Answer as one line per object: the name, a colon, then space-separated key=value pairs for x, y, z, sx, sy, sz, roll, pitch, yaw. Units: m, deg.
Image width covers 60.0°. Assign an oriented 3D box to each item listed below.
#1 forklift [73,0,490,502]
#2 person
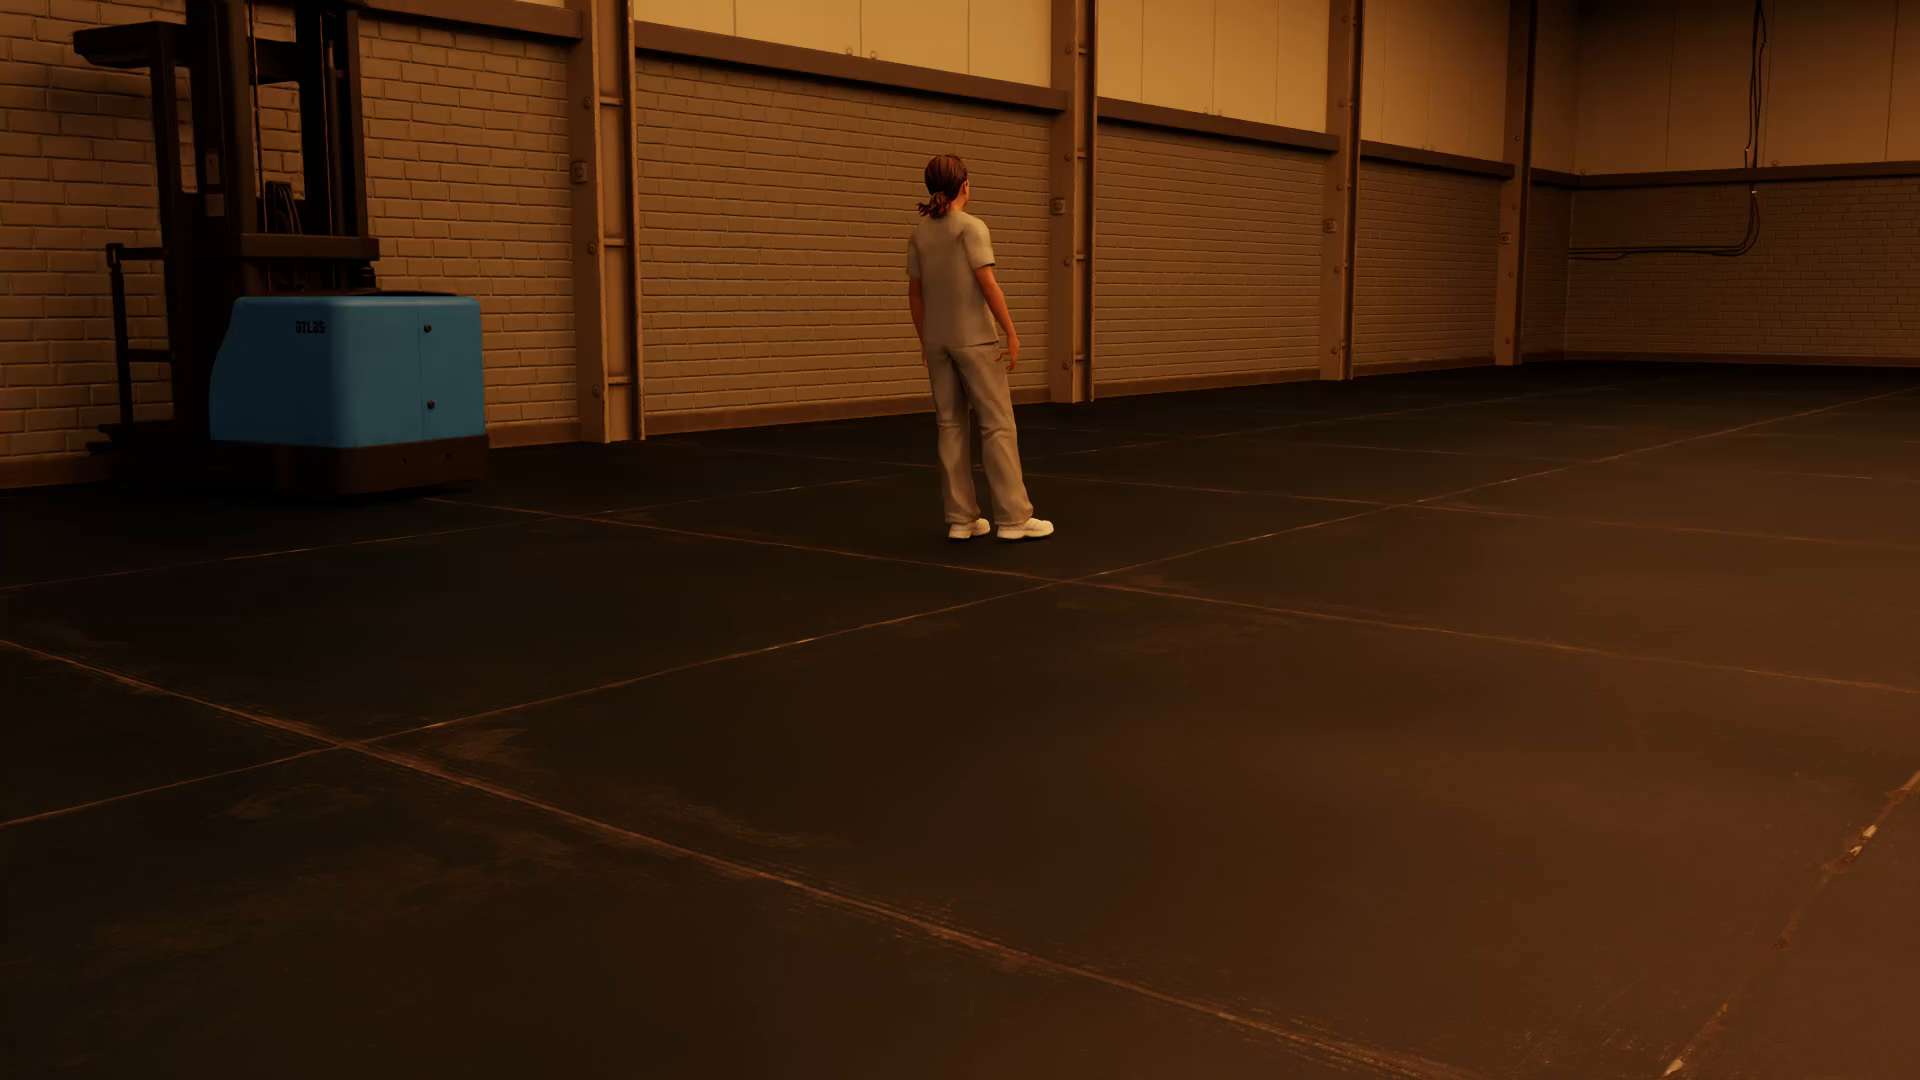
forklift: x=-4.174 y=-1.777 z=9.423 sx=3.031 sy=2.935 sz=1.130 roll=5 pitch=9 yaw=29
person: x=0.057 y=-0.844 z=7.330 sx=0.549 sy=1.675 sz=0.549 roll=7 pitch=11 yaw=38
